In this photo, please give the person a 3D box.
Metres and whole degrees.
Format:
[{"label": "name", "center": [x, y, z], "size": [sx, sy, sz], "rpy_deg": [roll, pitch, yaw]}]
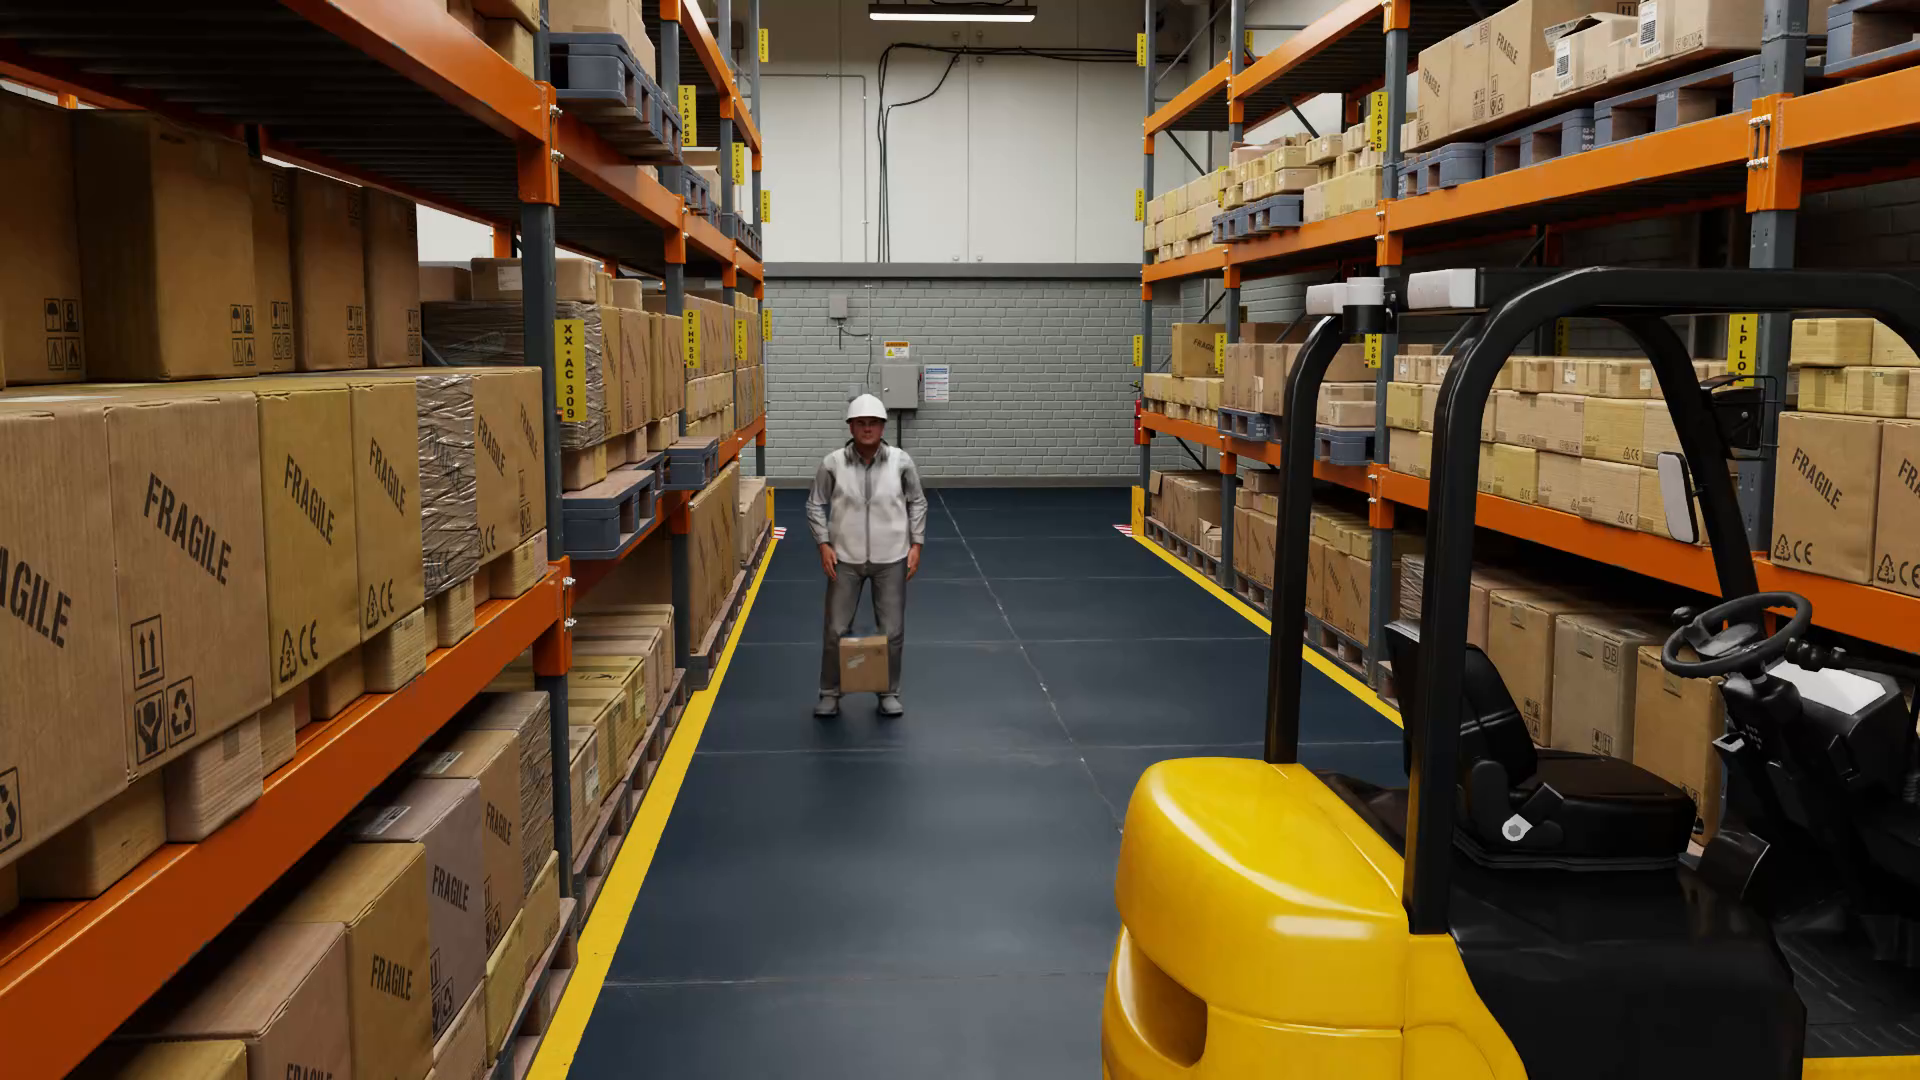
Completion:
[{"label": "person", "center": [-0.501, 0.090, 8.957], "size": [0.658, 1.751, 0.500], "rpy_deg": [0, 7, -3]}]
